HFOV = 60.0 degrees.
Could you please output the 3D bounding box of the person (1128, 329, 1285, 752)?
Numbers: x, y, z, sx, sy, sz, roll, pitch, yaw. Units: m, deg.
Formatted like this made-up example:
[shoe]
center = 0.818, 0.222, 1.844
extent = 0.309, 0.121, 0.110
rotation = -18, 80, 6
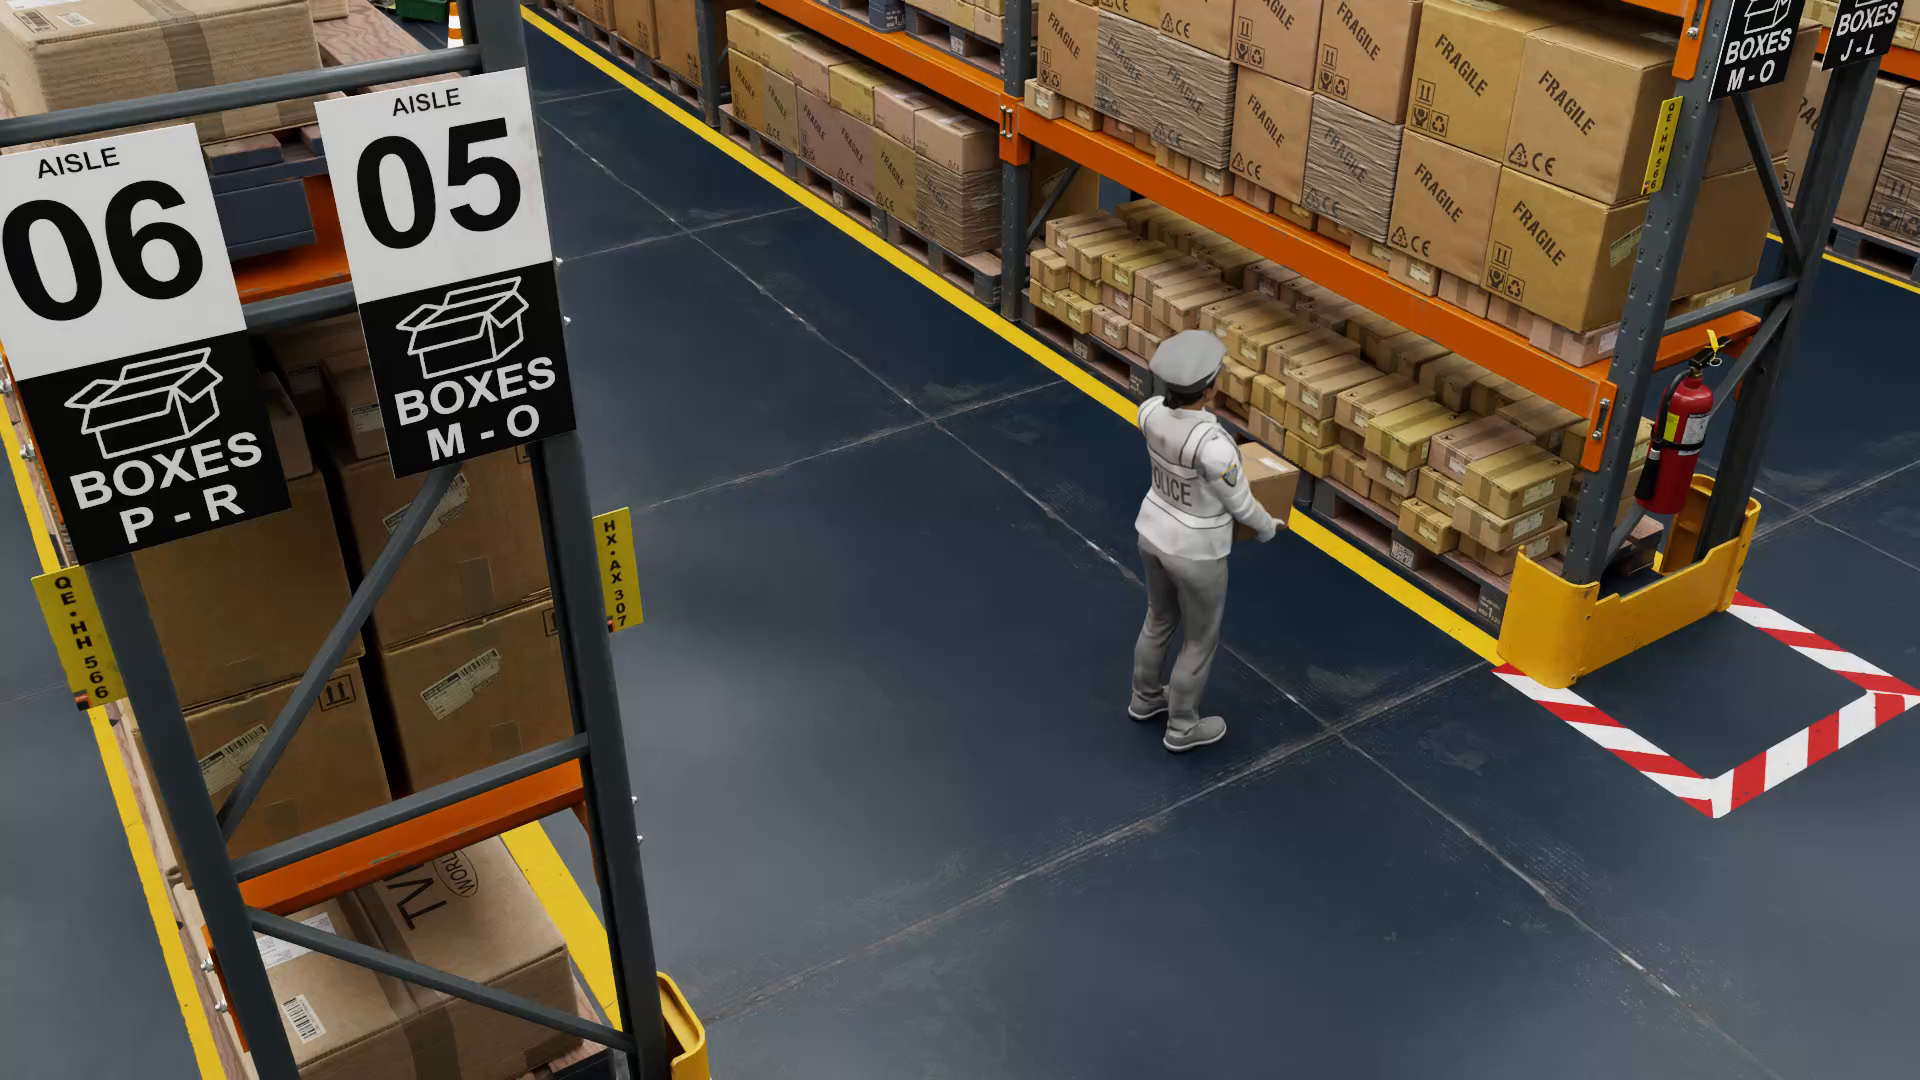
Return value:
[person]
center = 0.899, -0.006, 6.128
extent = 0.530, 1.691, 0.446
rotation = -19, 38, -27
